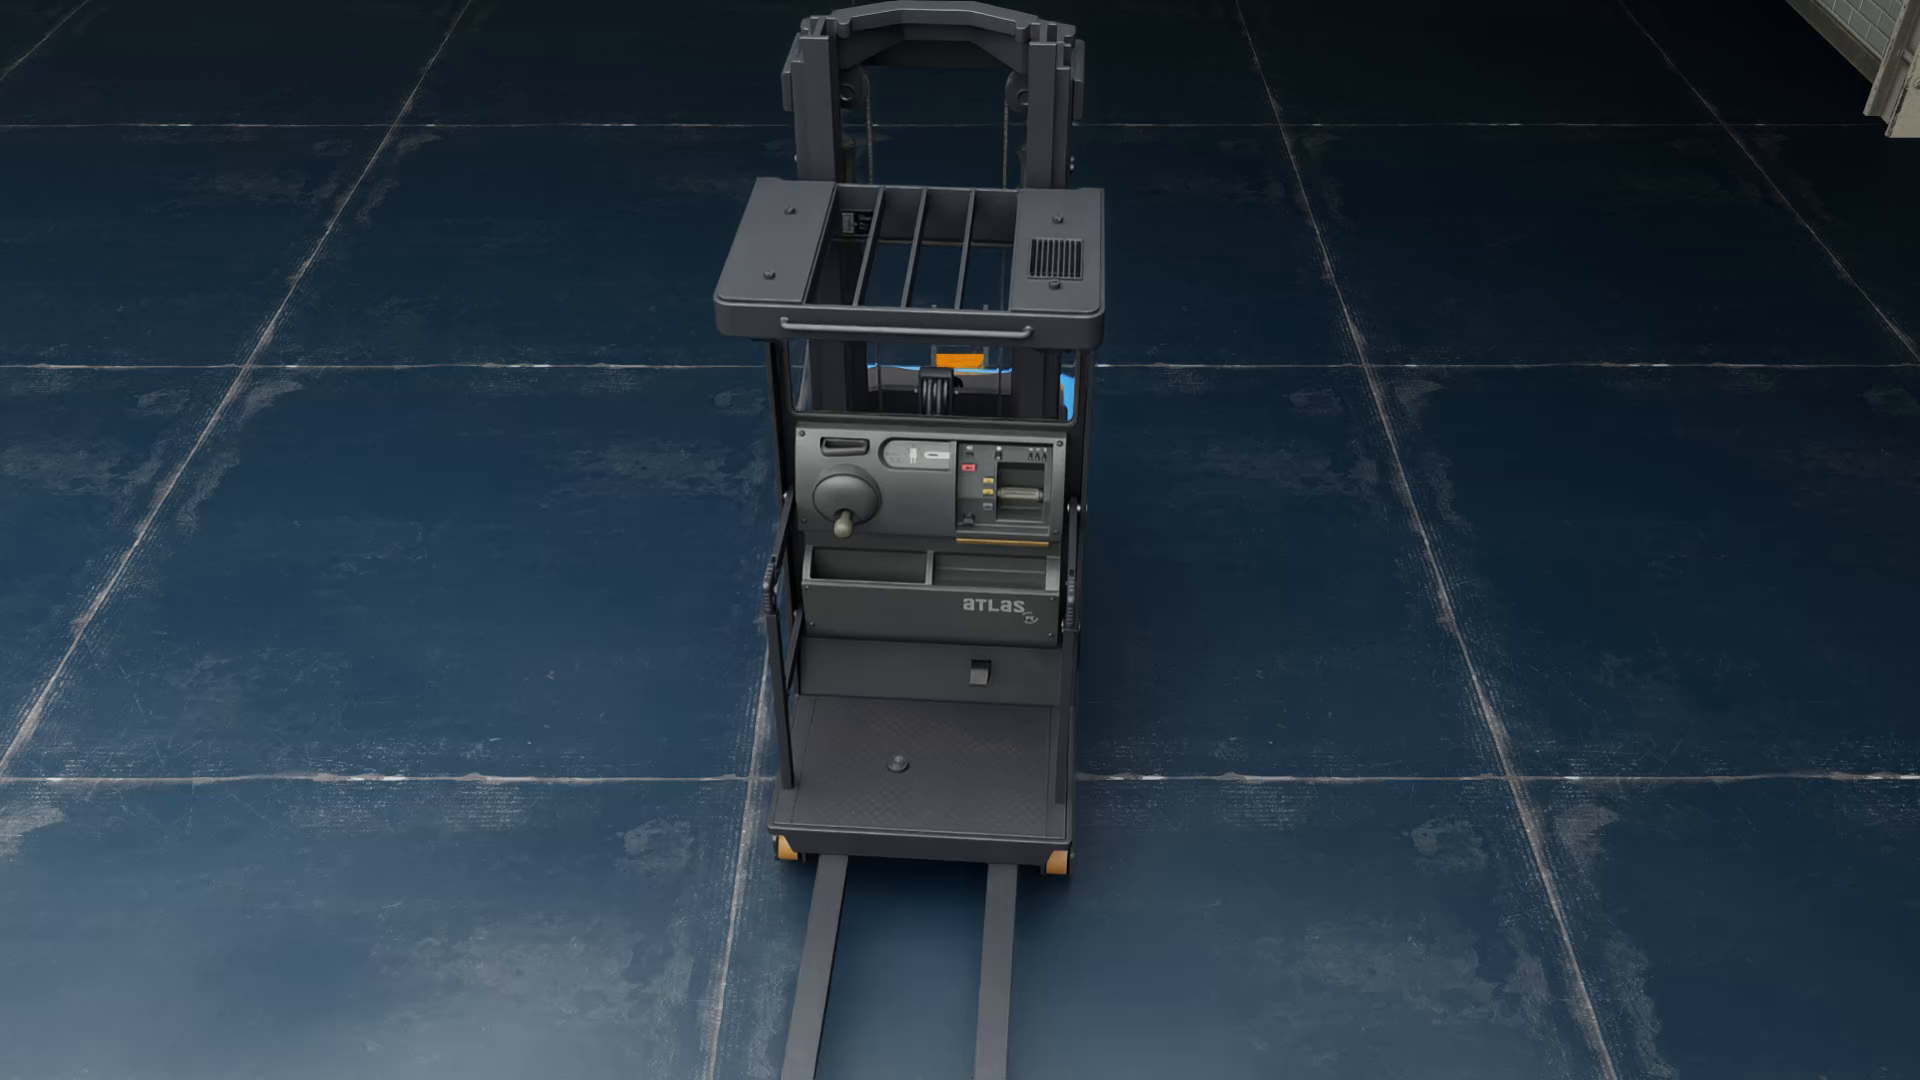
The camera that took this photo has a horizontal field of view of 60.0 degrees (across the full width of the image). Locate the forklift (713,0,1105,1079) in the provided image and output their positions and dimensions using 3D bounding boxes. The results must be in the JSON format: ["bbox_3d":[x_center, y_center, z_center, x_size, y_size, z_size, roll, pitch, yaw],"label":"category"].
[{"bbox_3d":[-0.115,-0.116,5.551,1.130,2.935,3.031,2,39,3],"label":"forklift"}]

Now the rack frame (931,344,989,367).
[{"bbox_3d":[0.000,-0.420,7.315,0.240,1.200,0.006,0,39,0],"label":"rack frame"}]

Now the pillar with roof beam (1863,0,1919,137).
[{"bbox_3d":[2.045,-6.322,8.443,9.100,9.000,0.400,0,39,0],"label":"pillar with roof beam"}]

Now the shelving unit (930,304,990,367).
[{"bbox_3d":[0.000,-0.477,7.386,0.258,1.200,0.189,0,39,0],"label":"shelving unit"}]

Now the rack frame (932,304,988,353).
[{"bbox_3d":[0.000,-0.534,7.457,0.240,1.200,0.006,0,39,0],"label":"rack frame"}]

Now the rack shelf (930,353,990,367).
[{"bbox_3d":[0.000,-0.724,7.189,0.258,0.103,0.180,0,39,0],"label":"rack shelf"}]
